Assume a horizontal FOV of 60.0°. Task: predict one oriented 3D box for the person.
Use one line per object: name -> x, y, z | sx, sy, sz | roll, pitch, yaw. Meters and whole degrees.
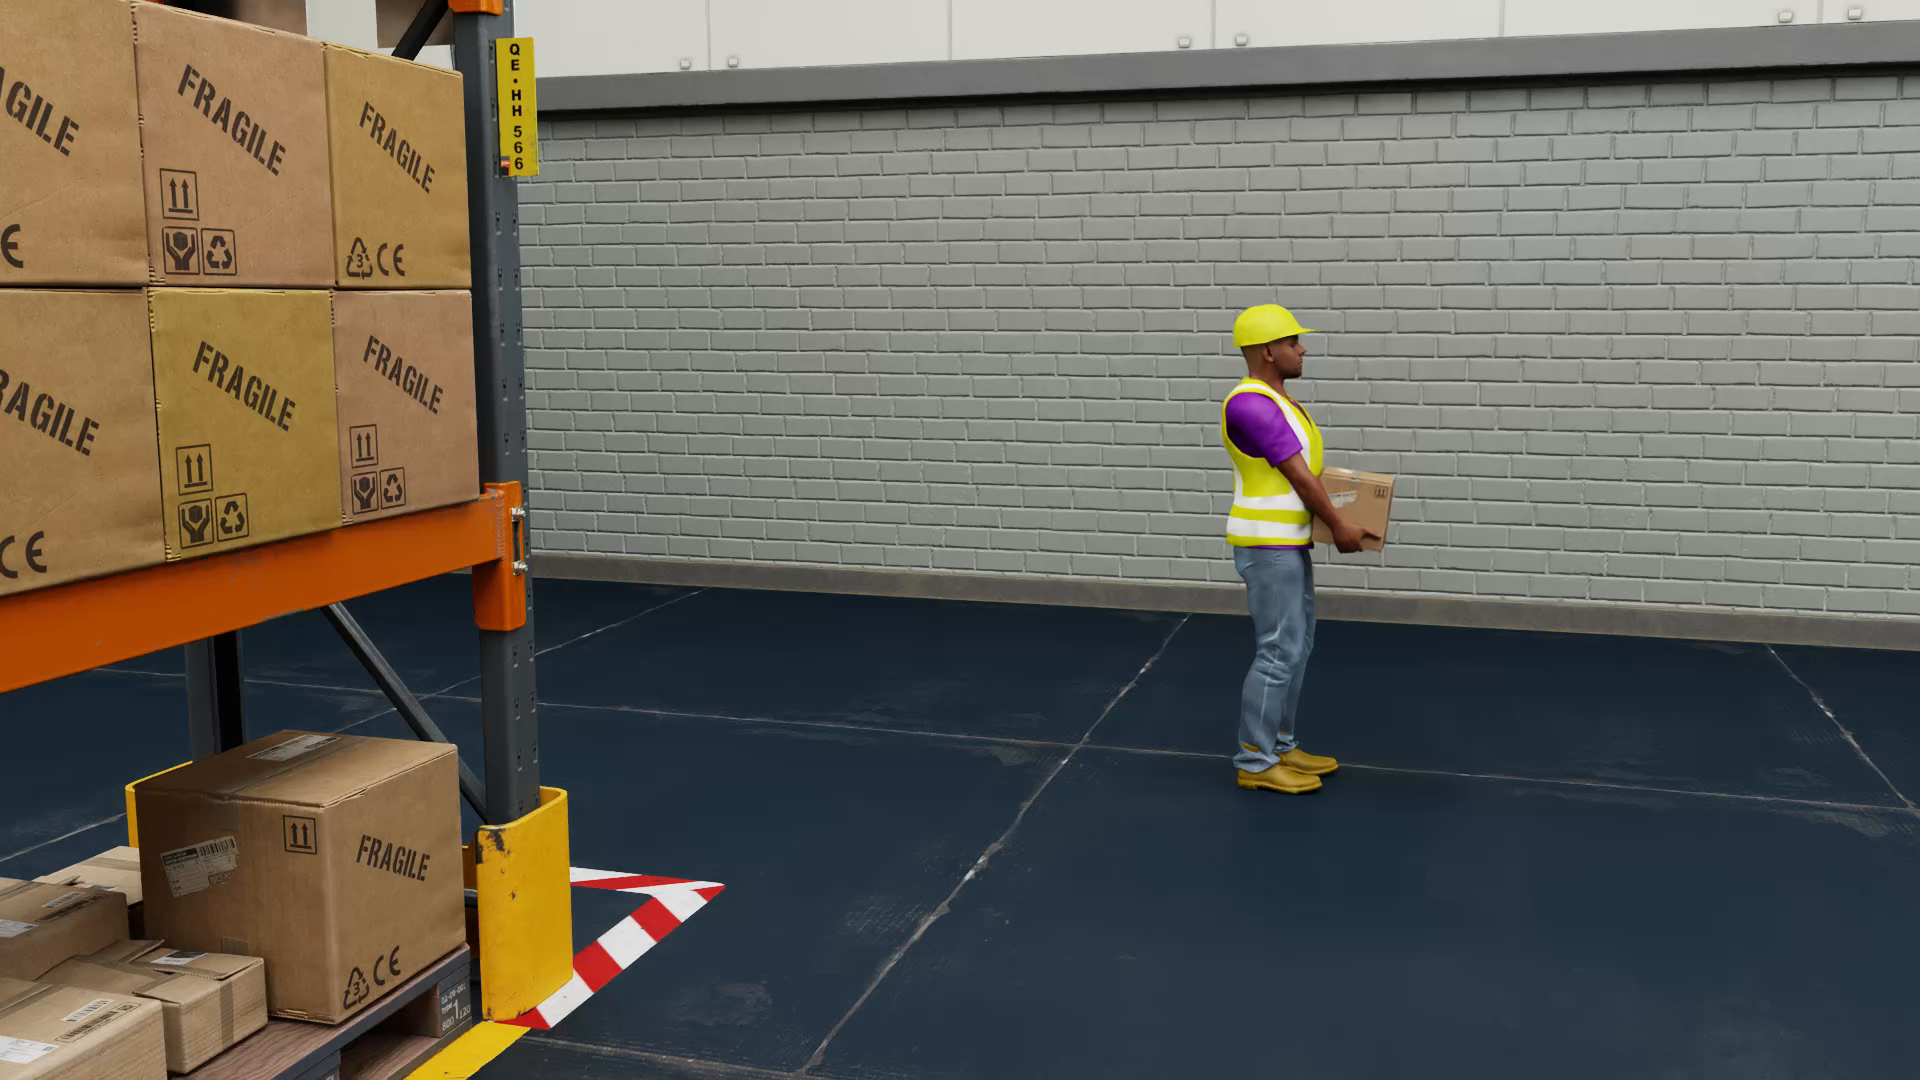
person -> 1.256, 0.024, 6.100 | 0.583, 1.760, 0.504 | 3, 9, 17
